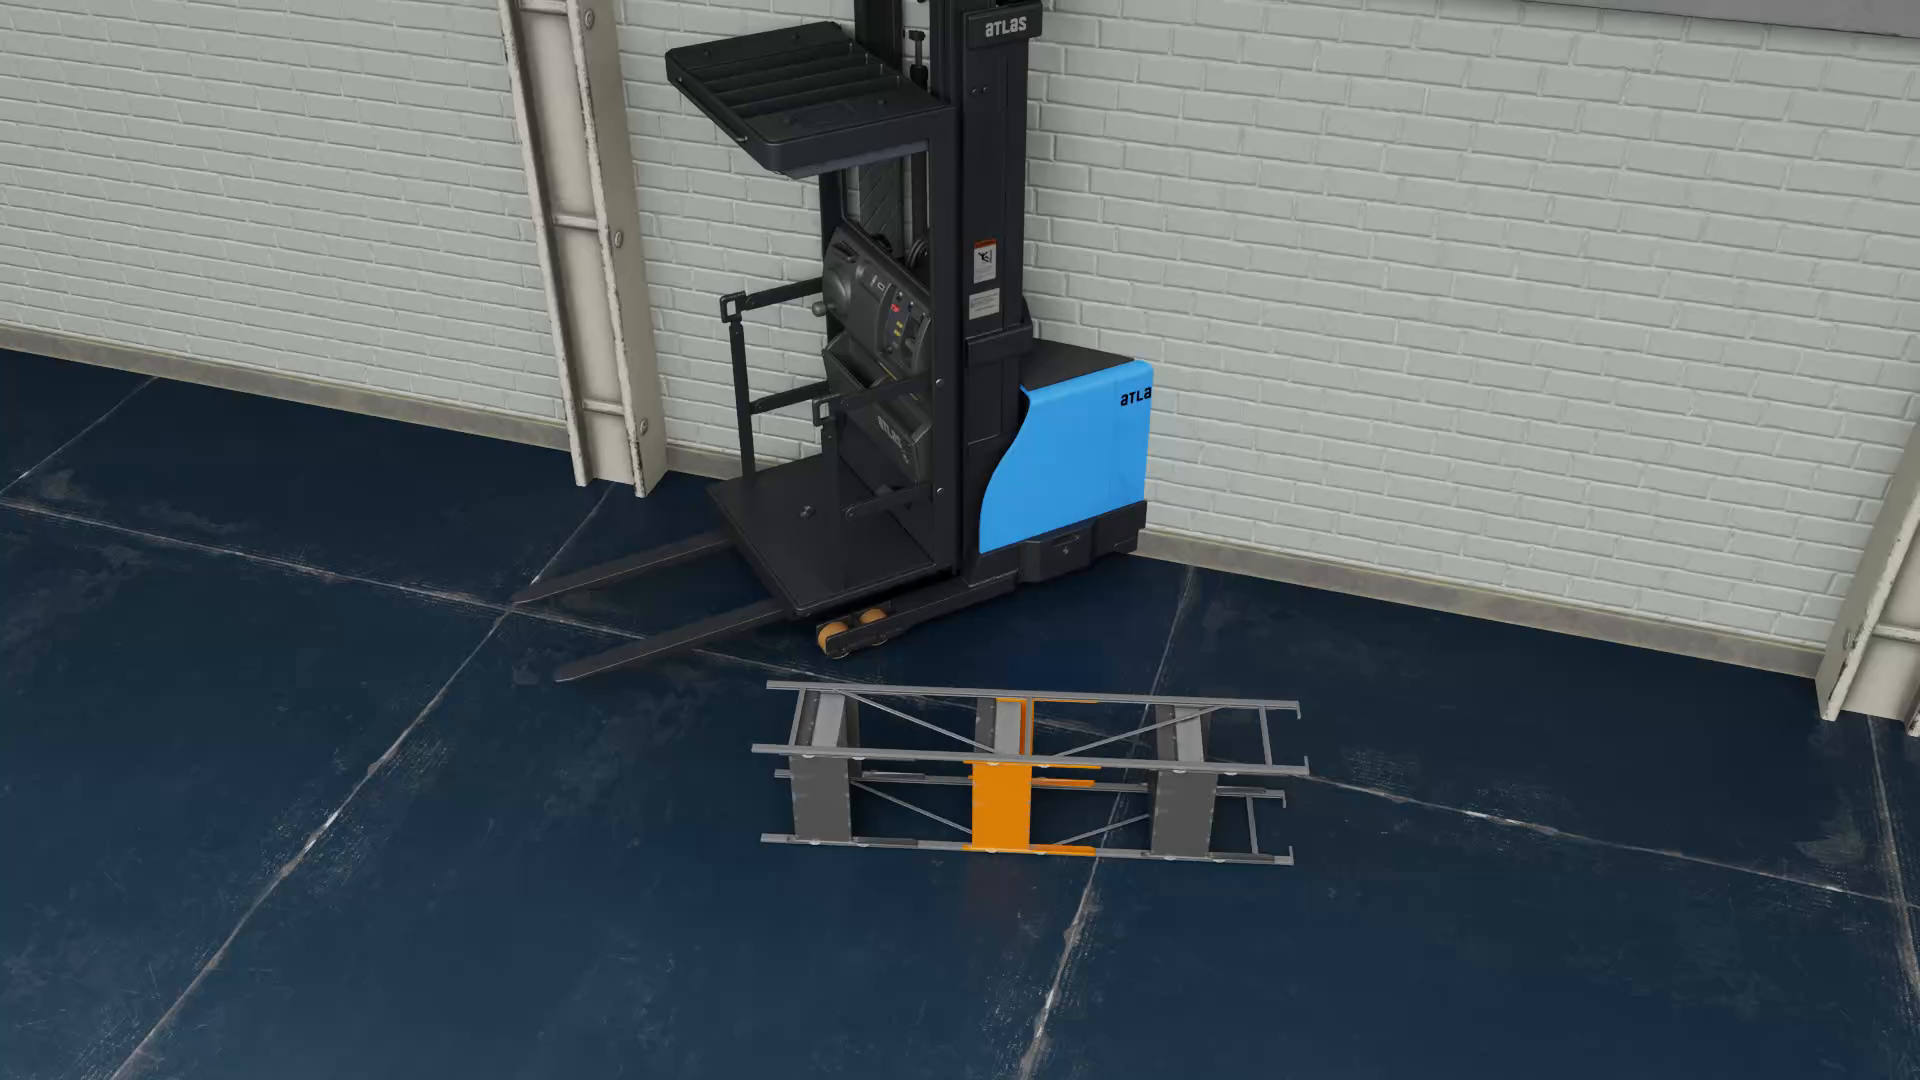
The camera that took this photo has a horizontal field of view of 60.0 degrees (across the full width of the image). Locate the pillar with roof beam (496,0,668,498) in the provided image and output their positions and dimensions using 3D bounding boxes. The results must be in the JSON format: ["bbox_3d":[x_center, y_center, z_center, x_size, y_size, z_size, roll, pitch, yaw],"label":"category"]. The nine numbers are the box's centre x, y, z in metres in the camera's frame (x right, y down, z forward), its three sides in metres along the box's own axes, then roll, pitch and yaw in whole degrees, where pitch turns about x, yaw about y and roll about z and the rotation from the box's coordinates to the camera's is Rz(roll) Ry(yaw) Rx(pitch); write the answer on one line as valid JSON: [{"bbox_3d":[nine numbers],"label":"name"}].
[{"bbox_3d":[-3.046,-1.528,2.734,0.400,9.000,9.100,10,38,14],"label":"pillar with roof beam"}]

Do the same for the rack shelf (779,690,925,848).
[{"bbox_3d":[-0.416,0.893,6.601,0.518,0.480,0.431,2,36,3],"label":"rack shelf"}]

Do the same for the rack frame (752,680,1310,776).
[{"bbox_3d":[0.269,0.720,6.424,2.100,0.015,0.400,2,36,3],"label":"rack frame"}]

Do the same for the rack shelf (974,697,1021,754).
[{"bbox_3d":[0.146,0.912,6.575,0.174,0.457,0.368,2,36,3],"label":"rack shelf"}]

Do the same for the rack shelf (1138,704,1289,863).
[{"bbox_3d":[0.982,0.941,6.535,0.518,0.480,0.431,2,36,3],"label":"rack shelf"}]

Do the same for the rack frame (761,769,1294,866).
[{"bbox_3d":[0.269,1.113,6.714,2.100,0.015,0.400,2,36,3],"label":"rack frame"}]

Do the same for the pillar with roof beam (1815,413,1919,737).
[{"bbox_3d":[2.681,-0.467,1.293,0.400,9.000,9.100,10,38,14],"label":"pillar with roof beam"}]

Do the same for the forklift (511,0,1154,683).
[{"bbox_3d":[-0.547,-1.003,7.140,3.031,2.935,1.130,-18,40,-23],"label":"forklift"}]

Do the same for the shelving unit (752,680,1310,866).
[{"bbox_3d":[0.269,0.917,6.569,2.100,0.503,0.431,2,36,3],"label":"shelving unit"}]
